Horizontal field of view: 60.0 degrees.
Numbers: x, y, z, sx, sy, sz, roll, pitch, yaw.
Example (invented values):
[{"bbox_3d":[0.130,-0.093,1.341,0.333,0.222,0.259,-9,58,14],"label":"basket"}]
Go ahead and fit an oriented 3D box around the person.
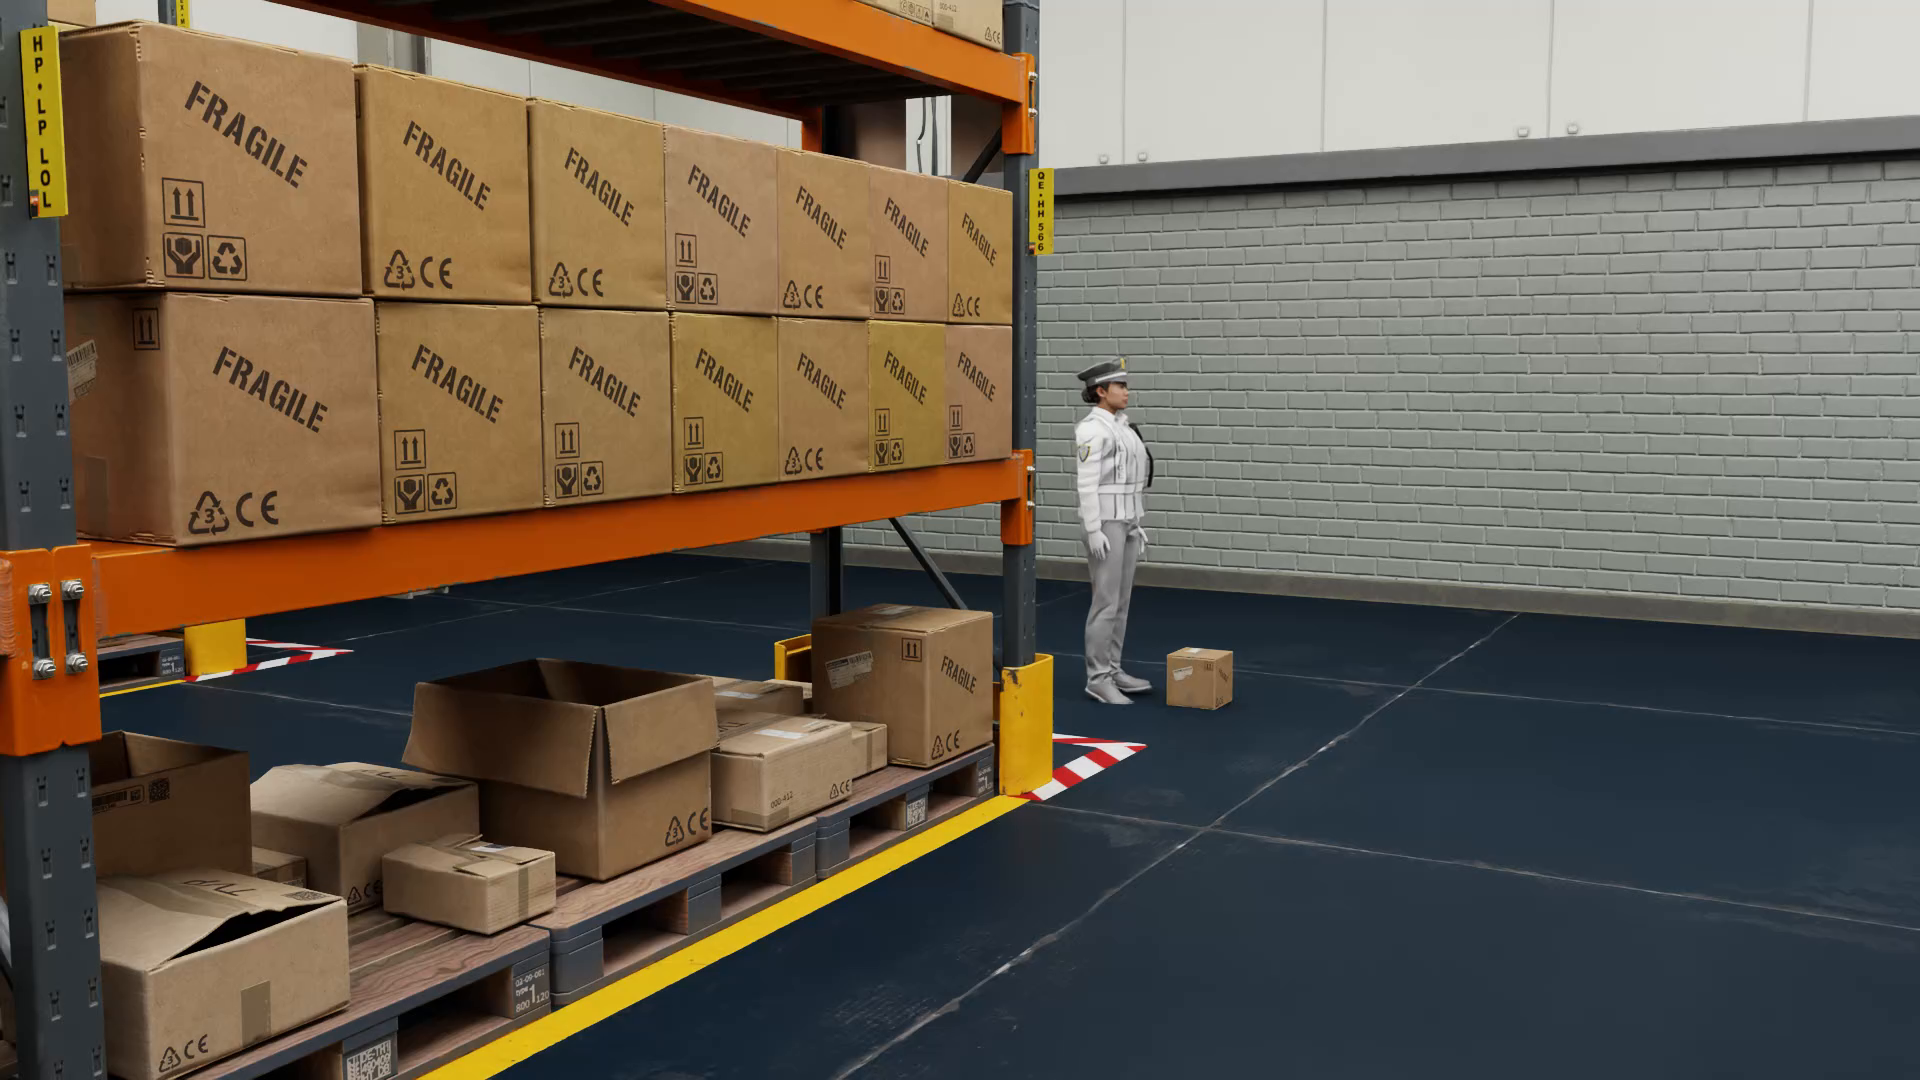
[{"bbox_3d":[0.771,-0.044,8.310,0.392,1.736,0.490,3,7,29],"label":"person"}]
